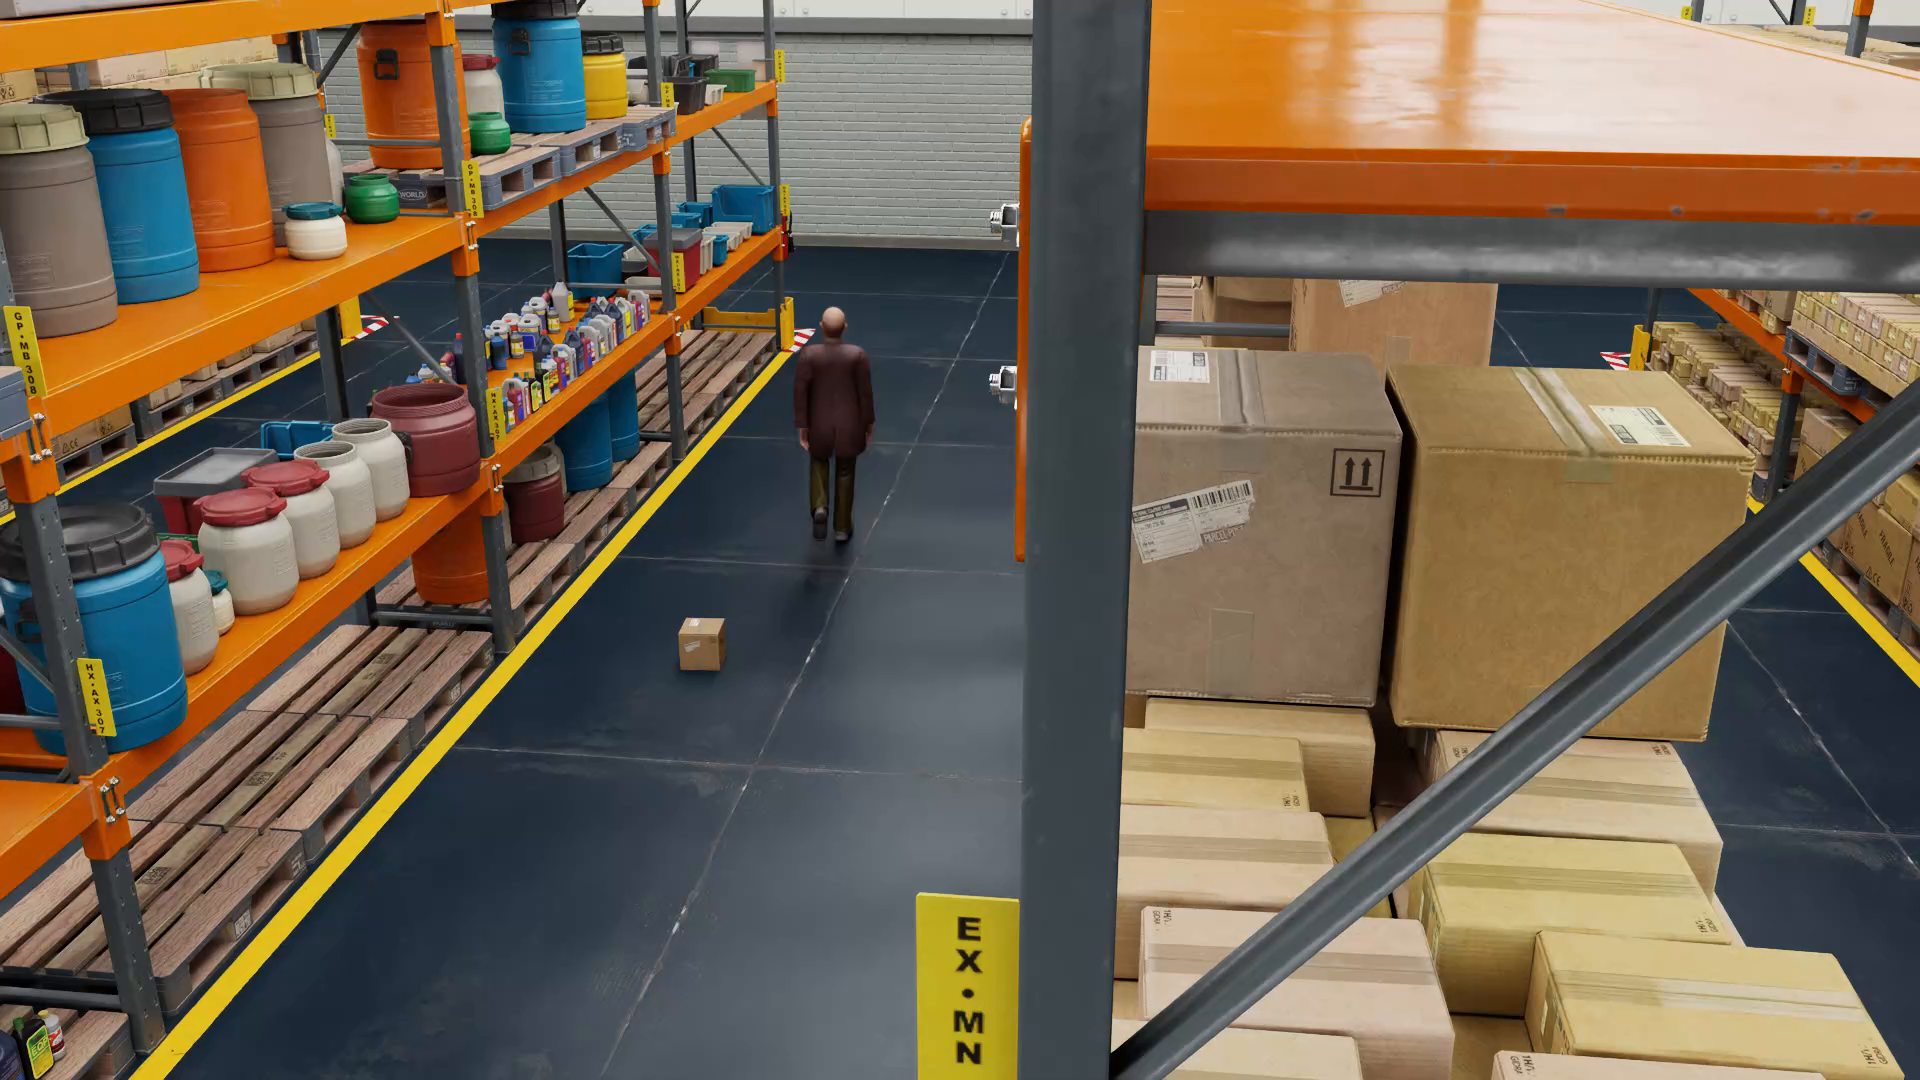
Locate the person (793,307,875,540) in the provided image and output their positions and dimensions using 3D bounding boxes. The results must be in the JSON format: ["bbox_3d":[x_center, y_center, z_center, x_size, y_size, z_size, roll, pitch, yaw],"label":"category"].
[{"bbox_3d":[-0.922,-0.857,12.306,0.590,1.789,0.511,0,21,0],"label":"person"}]
